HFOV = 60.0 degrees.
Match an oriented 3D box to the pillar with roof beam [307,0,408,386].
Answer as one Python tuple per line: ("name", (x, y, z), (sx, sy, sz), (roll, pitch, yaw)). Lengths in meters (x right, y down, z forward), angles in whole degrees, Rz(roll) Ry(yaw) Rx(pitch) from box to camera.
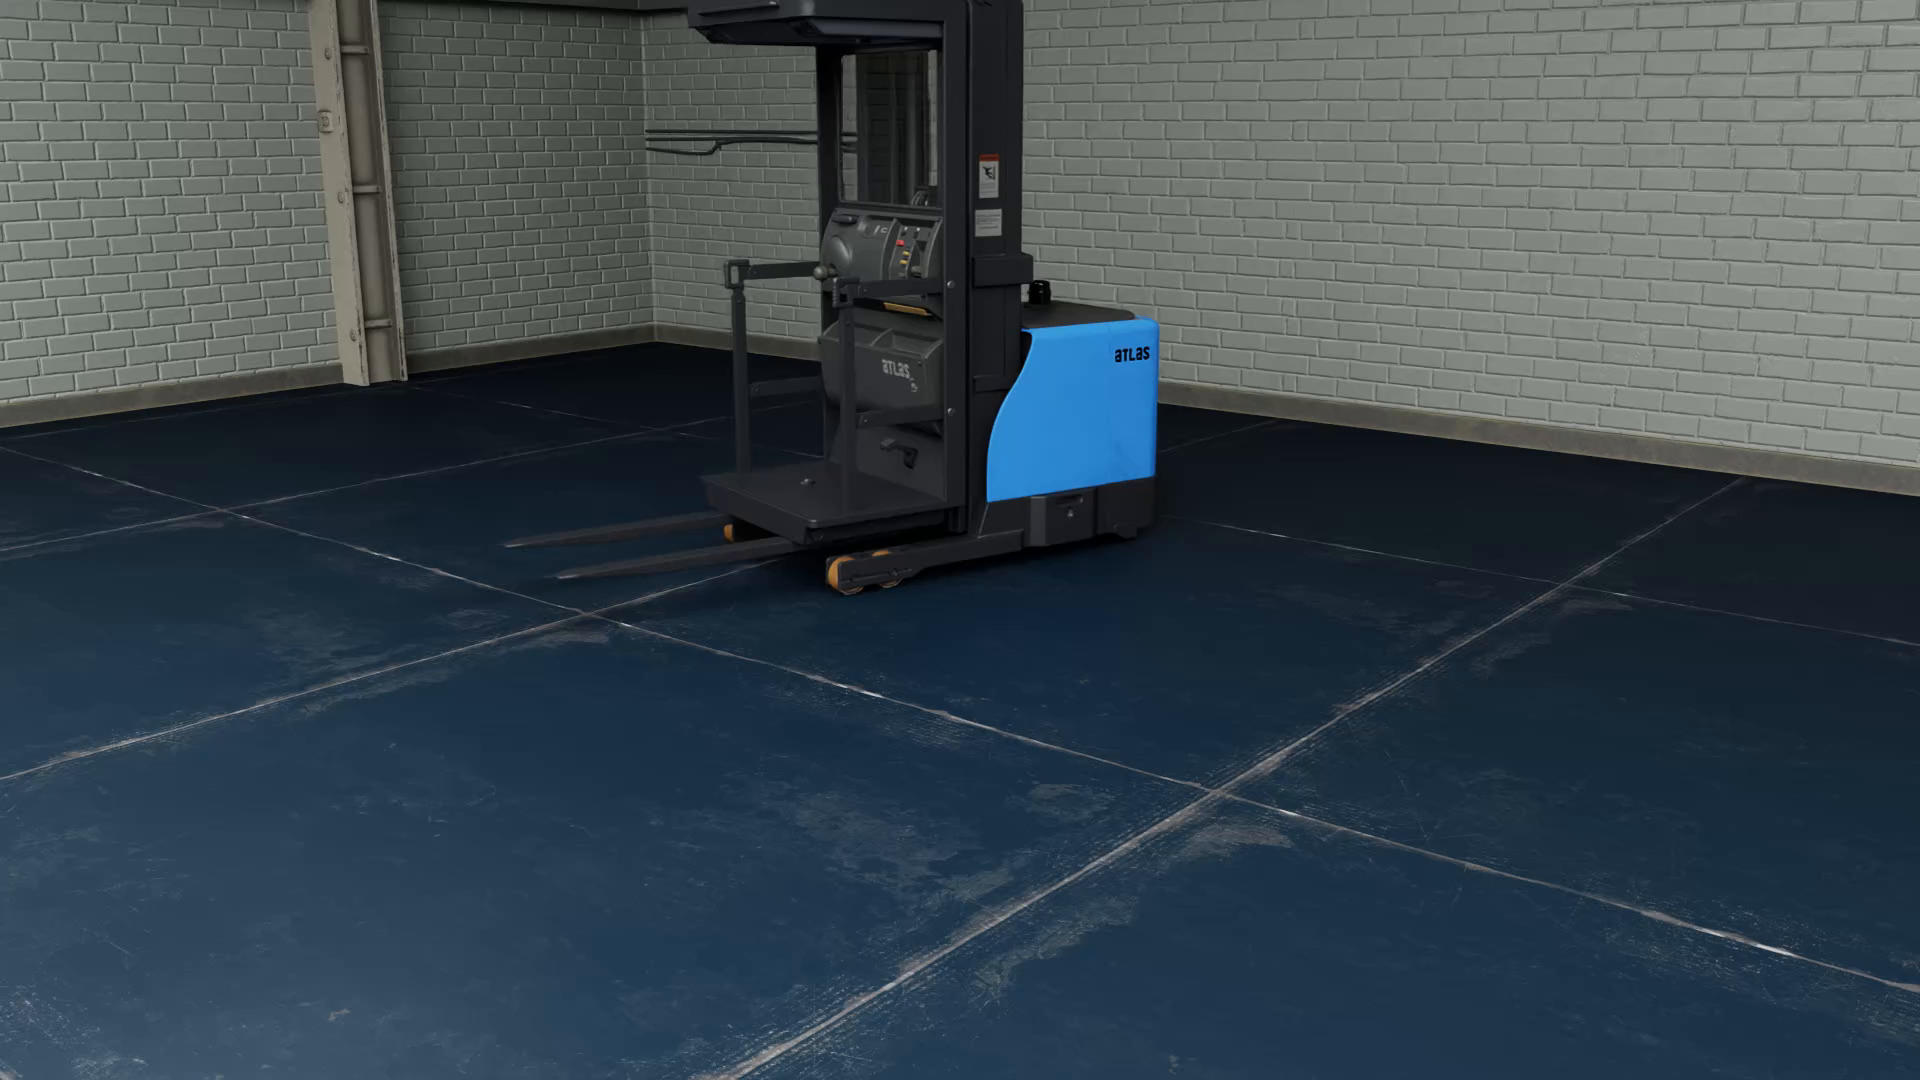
("pillar with roof beam", (-1.231, -4.940, 9.294), (9.100, 9.000, 0.400), (11, 18, 38))

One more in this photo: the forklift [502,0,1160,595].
("forklift", (-0.535, -1.331, 7.408), (3.031, 2.935, 1.130), (-10, 17, -33))

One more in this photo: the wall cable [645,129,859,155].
("wall cable", (-1.700, -4.461, 13.714), (3.097, 2.526, 0.112), (11, 18, 38))
